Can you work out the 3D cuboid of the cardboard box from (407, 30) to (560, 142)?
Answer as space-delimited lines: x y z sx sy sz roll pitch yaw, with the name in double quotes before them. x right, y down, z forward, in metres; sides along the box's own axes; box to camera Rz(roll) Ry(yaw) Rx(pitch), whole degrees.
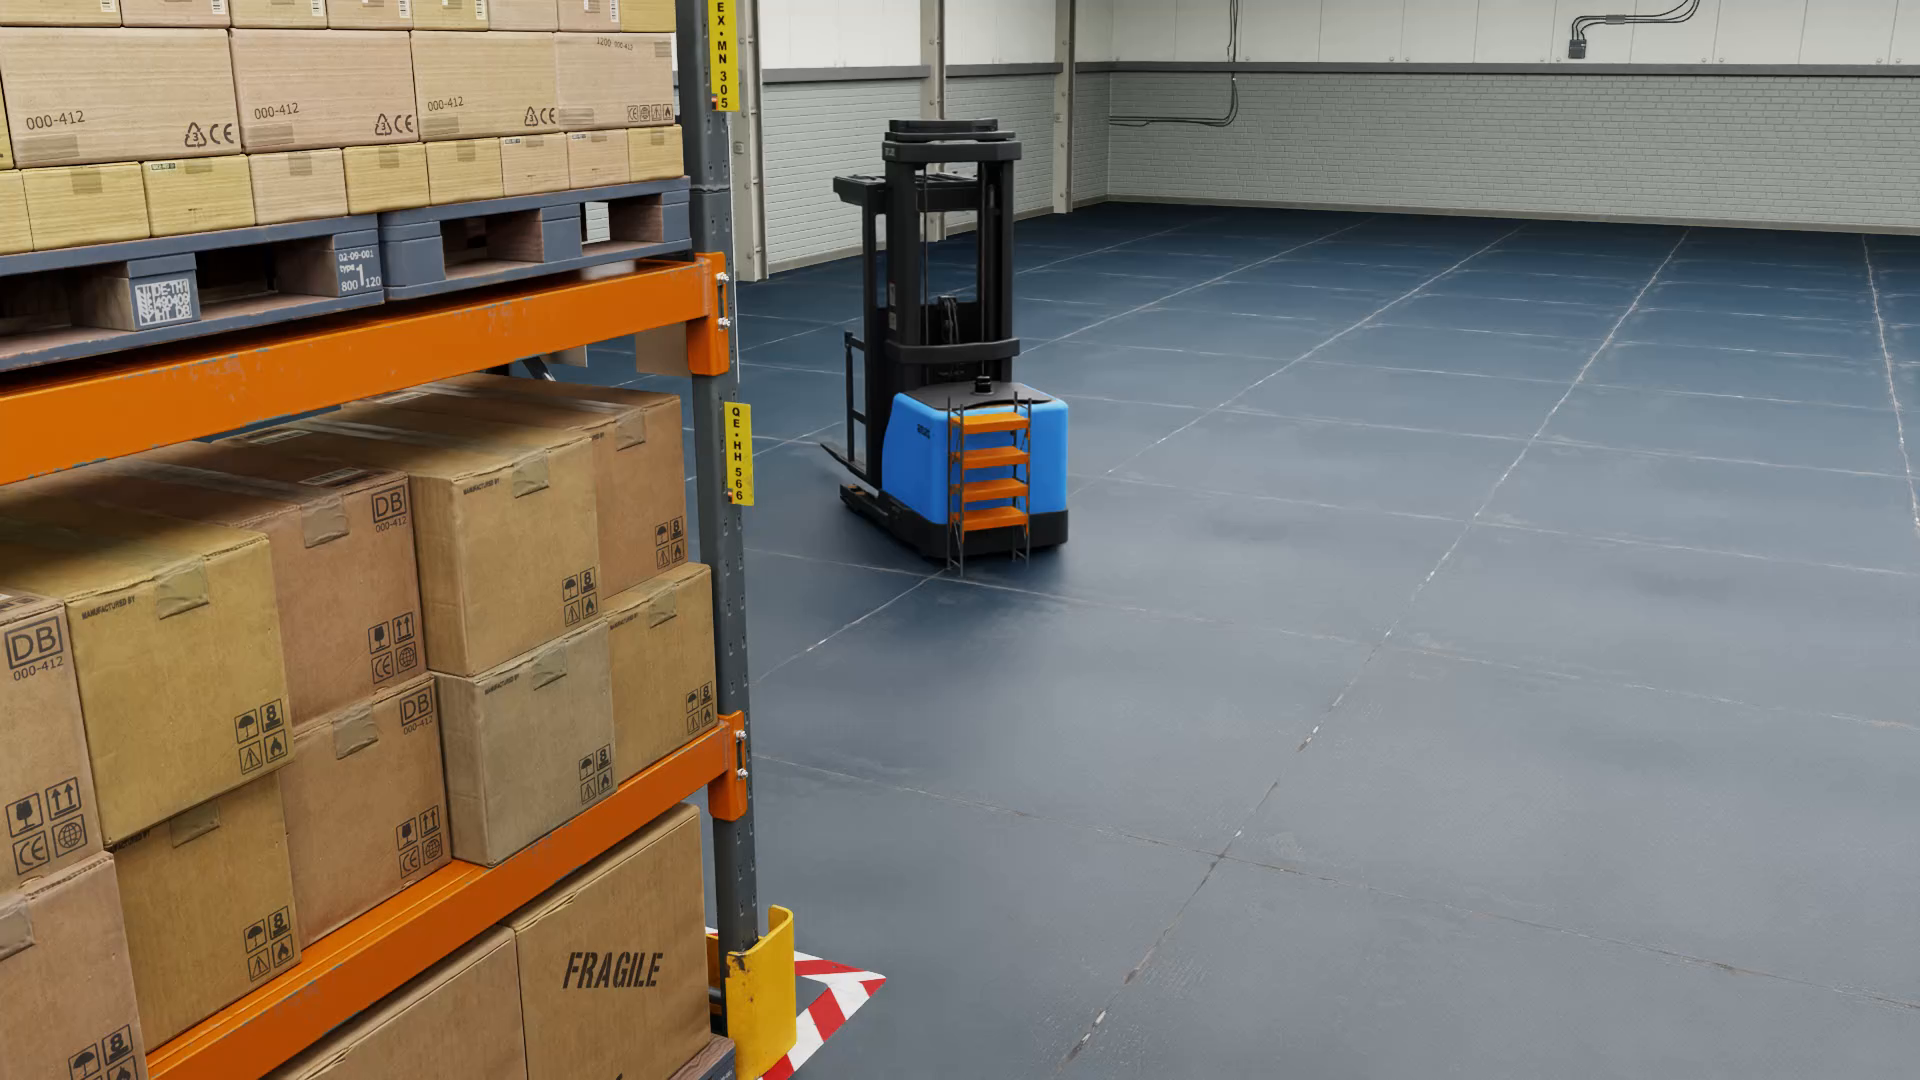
"cardboard box" -1.367 -1.143 4.164 0.500 0.250 0.500 8 18 25

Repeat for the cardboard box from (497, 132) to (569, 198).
"cardboard box" -1.247 -0.982 4.322 0.380 0.149 0.250 8 18 26

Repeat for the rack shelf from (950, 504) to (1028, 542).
"rack shelf" 0.191 -0.115 11.234 0.480 0.148 0.258 -7 18 -22

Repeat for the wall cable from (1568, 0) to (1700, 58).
"wall cable" 13.183 -12.363 31.869 2.305 6.003 0.169 8 18 25

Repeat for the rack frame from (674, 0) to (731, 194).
"rack frame" -1.174 -2.549 4.800 1.000 3.000 0.127 8 18 25

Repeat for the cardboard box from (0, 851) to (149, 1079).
"cardboard box" -2.235 0.913 3.418 0.875 0.550 0.550 8 18 25

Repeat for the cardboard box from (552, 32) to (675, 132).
"cardboard box" -1.143 -1.270 4.593 0.500 0.250 0.500 8 18 26

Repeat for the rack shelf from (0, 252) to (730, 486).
"rack shelf" -2.068 -0.256 3.615 1.077 0.370 4.000 8 18 25

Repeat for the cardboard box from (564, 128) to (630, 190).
"cardboard box" -1.133 -1.048 4.543 0.380 0.149 0.250 8 18 26

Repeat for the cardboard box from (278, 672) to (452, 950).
"cardboard box" -1.888 0.625 4.388 0.875 0.550 0.550 8 18 25

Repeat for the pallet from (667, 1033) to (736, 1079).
"pallet" -1.461 1.878 5.332 1.003 0.211 1.213 8 18 25

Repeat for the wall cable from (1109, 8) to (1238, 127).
"wall cable" 4.697 -10.456 36.875 3.097 2.526 0.112 8 18 25

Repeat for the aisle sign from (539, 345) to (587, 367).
"aisle sign" -1.411 -0.975 5.474 0.394 0.787 0.004 8 18 25

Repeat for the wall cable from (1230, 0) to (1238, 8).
"wall cable" 7.118 -12.532 34.998 3.097 2.526 0.112 8 18 25

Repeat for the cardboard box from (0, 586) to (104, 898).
"cardboard box" -2.260 0.392 3.276 0.875 0.550 0.550 8 18 25

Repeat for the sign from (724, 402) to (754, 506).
"sign" -0.695 -0.269 5.211 0.100 0.325 0.005 8 18 25

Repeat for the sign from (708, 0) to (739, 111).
"sign" -0.695 -1.425 4.868 0.100 0.325 0.005 8 18 25

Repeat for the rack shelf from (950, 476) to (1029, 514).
"rack shelf" 0.192 -0.305 11.176 0.480 0.148 0.258 -7 18 -22

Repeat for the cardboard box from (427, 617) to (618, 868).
"cardboard box" -1.526 0.498 4.814 0.875 0.550 0.550 8 18 25

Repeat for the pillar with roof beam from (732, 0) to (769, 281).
"pillar with roof beam" 0.687 -7.758 22.338 9.100 9.000 0.400 8 18 25

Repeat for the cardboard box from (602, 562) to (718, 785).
"cardboard box" -1.299 0.356 5.295 0.875 0.550 0.550 8 18 25

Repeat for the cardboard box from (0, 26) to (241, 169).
"cardboard box" -1.818 -0.887 3.302 0.500 0.250 0.500 8 18 26

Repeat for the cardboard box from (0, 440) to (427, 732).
"cardboard box" -1.910 0.104 4.244 0.875 0.550 0.550 8 18 25

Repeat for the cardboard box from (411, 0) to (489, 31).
"cardboard box" -1.363 -1.298 3.985 0.380 0.149 0.250 8 19 26

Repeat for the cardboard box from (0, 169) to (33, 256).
"cardboard box" -1.927 -0.595 3.018 0.380 0.149 0.250 8 18 25

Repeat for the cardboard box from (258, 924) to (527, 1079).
"cardboard box" -1.809 1.550 4.532 0.875 0.875 0.875 8 18 25

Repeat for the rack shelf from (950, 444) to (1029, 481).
"rack shelf" 0.192 -0.519 11.111 0.480 0.148 0.258 -7 18 -22

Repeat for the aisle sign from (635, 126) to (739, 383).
"aisle sign" -0.874 -0.899 5.217 0.394 0.787 0.004 8 18 25

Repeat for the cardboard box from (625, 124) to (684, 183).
"cardboard box" -1.019 -1.112 4.759 0.380 0.149 0.250 8 18 25

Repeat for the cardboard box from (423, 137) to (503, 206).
"cardboard box" -1.360 -0.918 4.106 0.380 0.149 0.250 8 18 26

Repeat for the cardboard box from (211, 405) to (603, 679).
"cardboard box" -1.538 -0.021 4.666 0.875 0.550 0.550 8 18 25

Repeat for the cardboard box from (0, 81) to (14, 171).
"cardboard box" -2.043 -0.758 2.868 0.500 0.250 0.500 8 18 25

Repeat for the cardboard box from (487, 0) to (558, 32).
"cardboard box" -1.248 -1.364 4.208 0.380 0.149 0.250 8 19 26

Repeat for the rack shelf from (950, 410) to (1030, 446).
"rack shelf" 0.193 -0.745 11.042 0.480 0.148 0.258 -7 18 -22

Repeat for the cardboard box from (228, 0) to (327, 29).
"cardboard box" -1.589 -1.169 3.551 0.380 0.149 0.250 8 18 25

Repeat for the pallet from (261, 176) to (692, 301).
"pallet" -1.496 -0.878 4.599 1.003 0.211 1.213 8 18 25

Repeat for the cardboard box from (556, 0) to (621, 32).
"cardboard box" -1.134 -1.429 4.428 0.380 0.149 0.250 8 18 26

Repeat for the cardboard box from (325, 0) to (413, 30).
"cardboard box" -1.475 -1.234 3.772 0.380 0.149 0.250 8 18 26

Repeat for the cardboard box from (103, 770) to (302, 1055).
"cardboard box" -2.088 0.765 3.916 0.875 0.550 0.500 8 18 25

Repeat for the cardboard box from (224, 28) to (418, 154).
"cardboard box" -1.592 -1.015 3.734 0.500 0.250 0.500 8 18 25

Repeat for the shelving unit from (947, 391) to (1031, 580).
"shelving unit" 0.192 -0.369 11.156 0.503 1.200 0.258 -7 18 -22

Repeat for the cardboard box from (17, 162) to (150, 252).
"cardboard box" -1.815 -0.658 3.230 0.380 0.149 0.250 8 18 26

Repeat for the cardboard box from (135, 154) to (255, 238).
"cardboard box" -1.701 -0.723 3.451 0.380 0.149 0.250 8 18 26

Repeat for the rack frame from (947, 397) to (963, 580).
"rack frame" -0.033 -0.342 11.065 0.015 1.200 0.240 -7 18 -22

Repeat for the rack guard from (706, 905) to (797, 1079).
"rack guard" -1.163 1.519 6.031 1.175 0.500 0.348 8 18 25

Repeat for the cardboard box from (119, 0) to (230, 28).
"cardboard box" -1.703 -1.104 3.333 0.380 0.149 0.250 8 18 26

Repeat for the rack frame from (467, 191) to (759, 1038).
"rack frame" -1.174 0.327 5.654 1.000 3.000 0.127 8 18 25

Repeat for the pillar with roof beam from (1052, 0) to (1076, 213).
"pillar with roof beam" 6.049 -10.814 32.629 9.100 9.000 0.400 8 18 25

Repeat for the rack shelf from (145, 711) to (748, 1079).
"rack shelf" -2.068 1.182 4.042 1.077 0.370 4.000 8 18 25

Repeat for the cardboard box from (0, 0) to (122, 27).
"cardboard box" -1.815 -1.040 3.116 0.380 0.149 0.250 8 18 25

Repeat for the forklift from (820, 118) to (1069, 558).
"forklift" -0.279 -1.656 12.453 1.130 2.935 3.031 -7 18 -22

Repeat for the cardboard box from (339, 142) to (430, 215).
"cardboard box" -1.474 -0.852 3.886 0.380 0.149 0.250 8 18 25

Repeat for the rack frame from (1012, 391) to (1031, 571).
"rack frame" 0.416 -0.396 11.248 0.015 1.200 0.240 -7 18 -22

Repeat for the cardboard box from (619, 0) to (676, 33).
"cardboard box" -1.021 -1.493 4.641 0.380 0.149 0.250 8 18 26

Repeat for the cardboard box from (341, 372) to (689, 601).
"cardboard box" -1.375 -0.173 5.178 0.875 0.550 0.550 8 18 25

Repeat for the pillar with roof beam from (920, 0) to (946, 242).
"pillar with roof beam" 3.368 -9.286 27.484 9.100 9.000 0.400 8 18 25

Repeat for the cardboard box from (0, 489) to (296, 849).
"cardboard box" -2.030 0.256 3.734 0.875 0.550 0.500 8 18 25

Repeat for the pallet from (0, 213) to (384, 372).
"pallet" -2.040 -0.566 3.549 1.003 0.211 1.213 8 18 25

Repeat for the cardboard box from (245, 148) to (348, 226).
"cardboard box" -1.588 -0.788 3.669 0.380 0.149 0.250 8 18 26

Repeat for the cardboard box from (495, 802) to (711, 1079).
"cardboard box" -1.418 1.326 5.287 0.875 0.875 0.875 8 18 26
